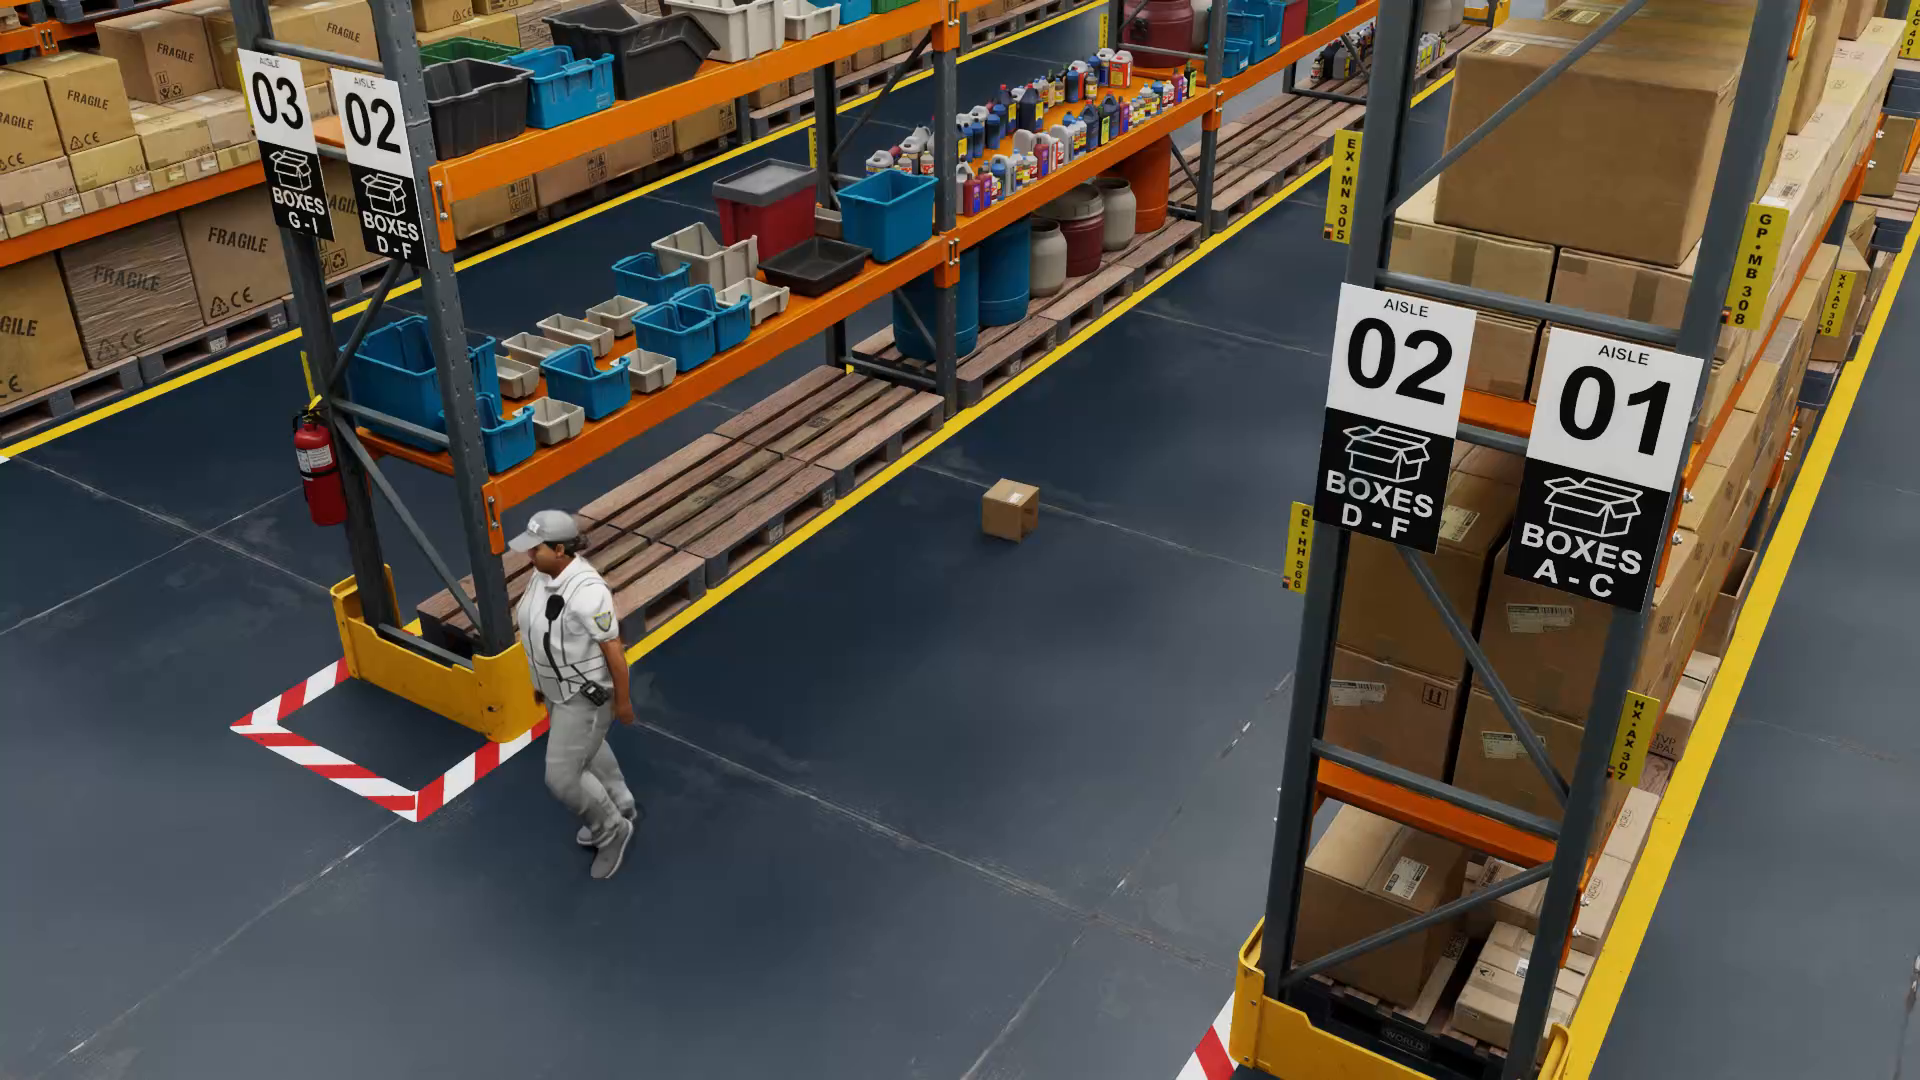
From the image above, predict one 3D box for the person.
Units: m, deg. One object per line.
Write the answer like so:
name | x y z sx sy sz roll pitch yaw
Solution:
person | -1.658 0.661 7.089 0.471 1.702 0.524 -23 38 -34
